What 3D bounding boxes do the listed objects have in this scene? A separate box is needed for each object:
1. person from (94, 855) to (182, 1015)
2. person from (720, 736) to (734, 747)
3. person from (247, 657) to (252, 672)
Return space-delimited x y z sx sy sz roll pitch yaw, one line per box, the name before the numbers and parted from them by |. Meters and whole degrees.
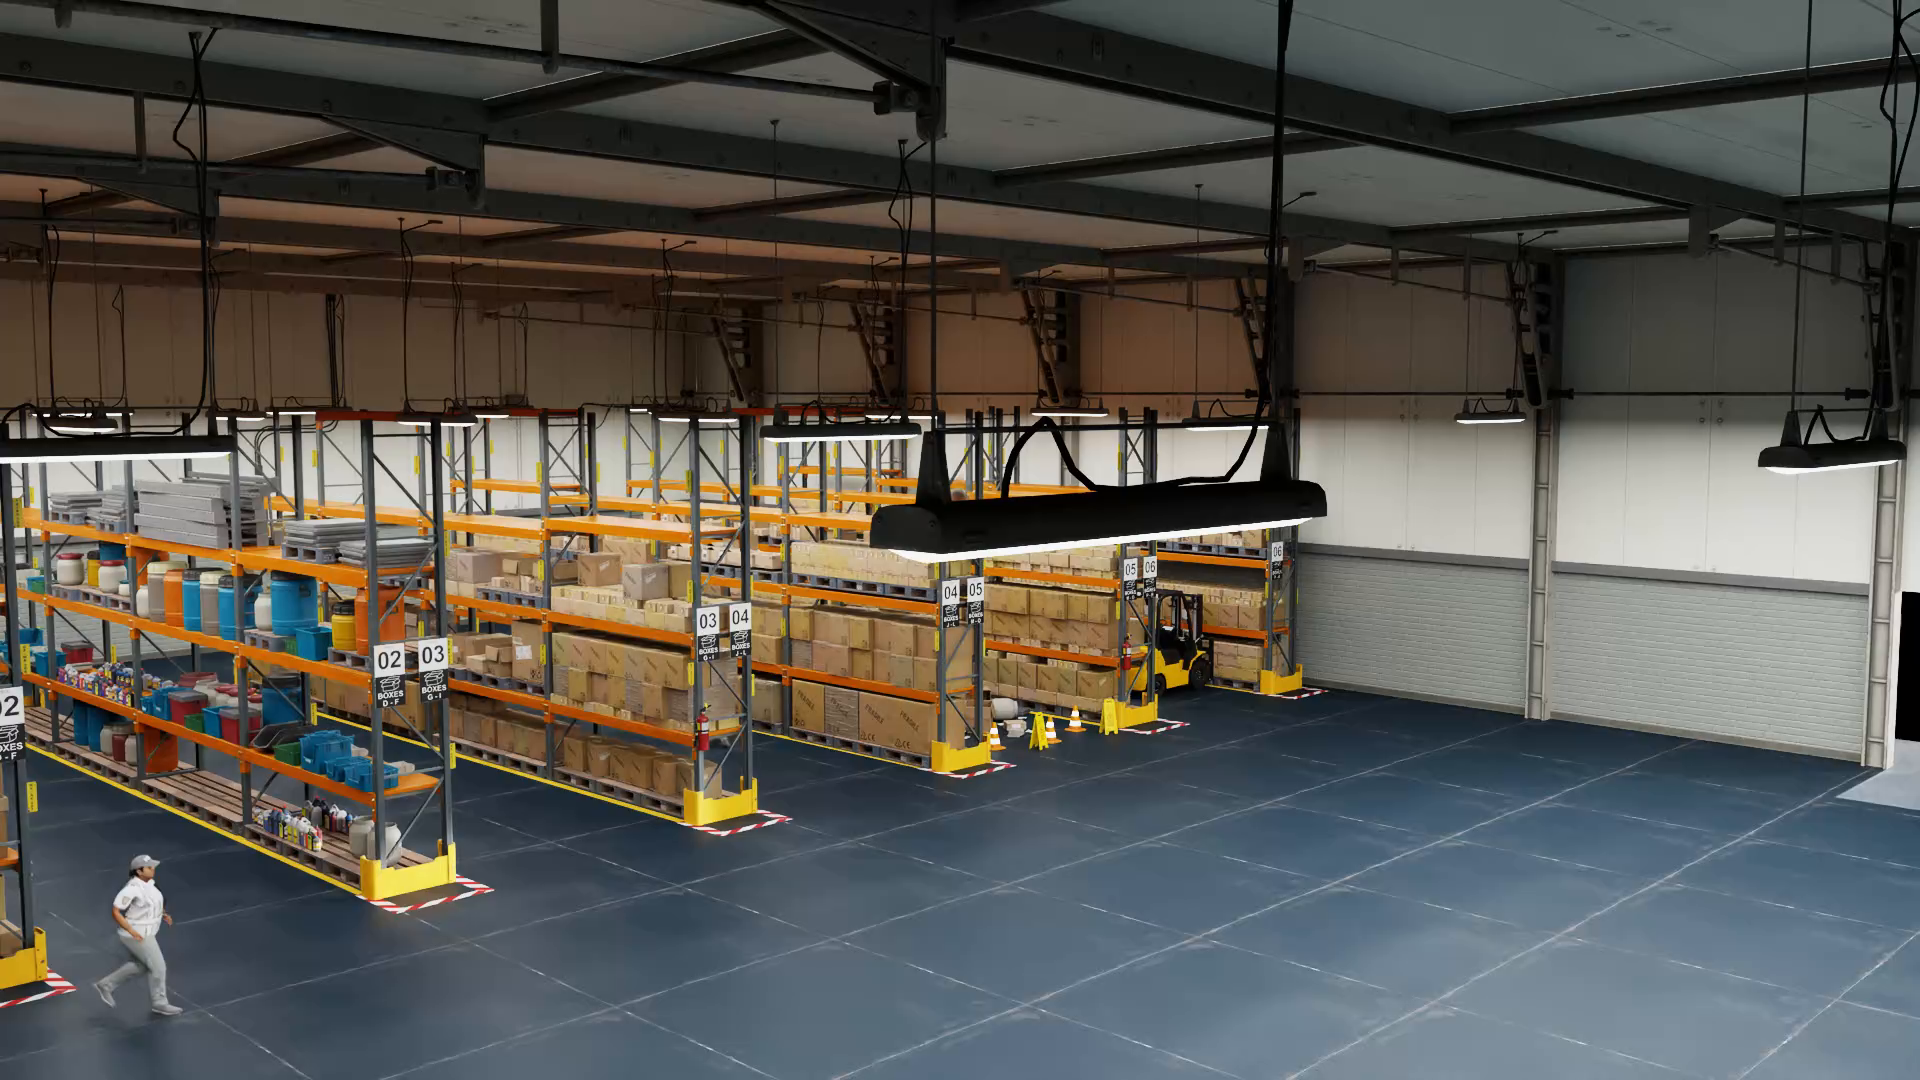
person | -8.401 4.023 16.918 0.862 1.662 0.584 -1 5 -11
person | -4.455 2.794 29.830 0.984 1.777 0.634 4 6 38
person | -15.779 2.200 37.020 0.570 1.750 0.747 -3 6 -31
